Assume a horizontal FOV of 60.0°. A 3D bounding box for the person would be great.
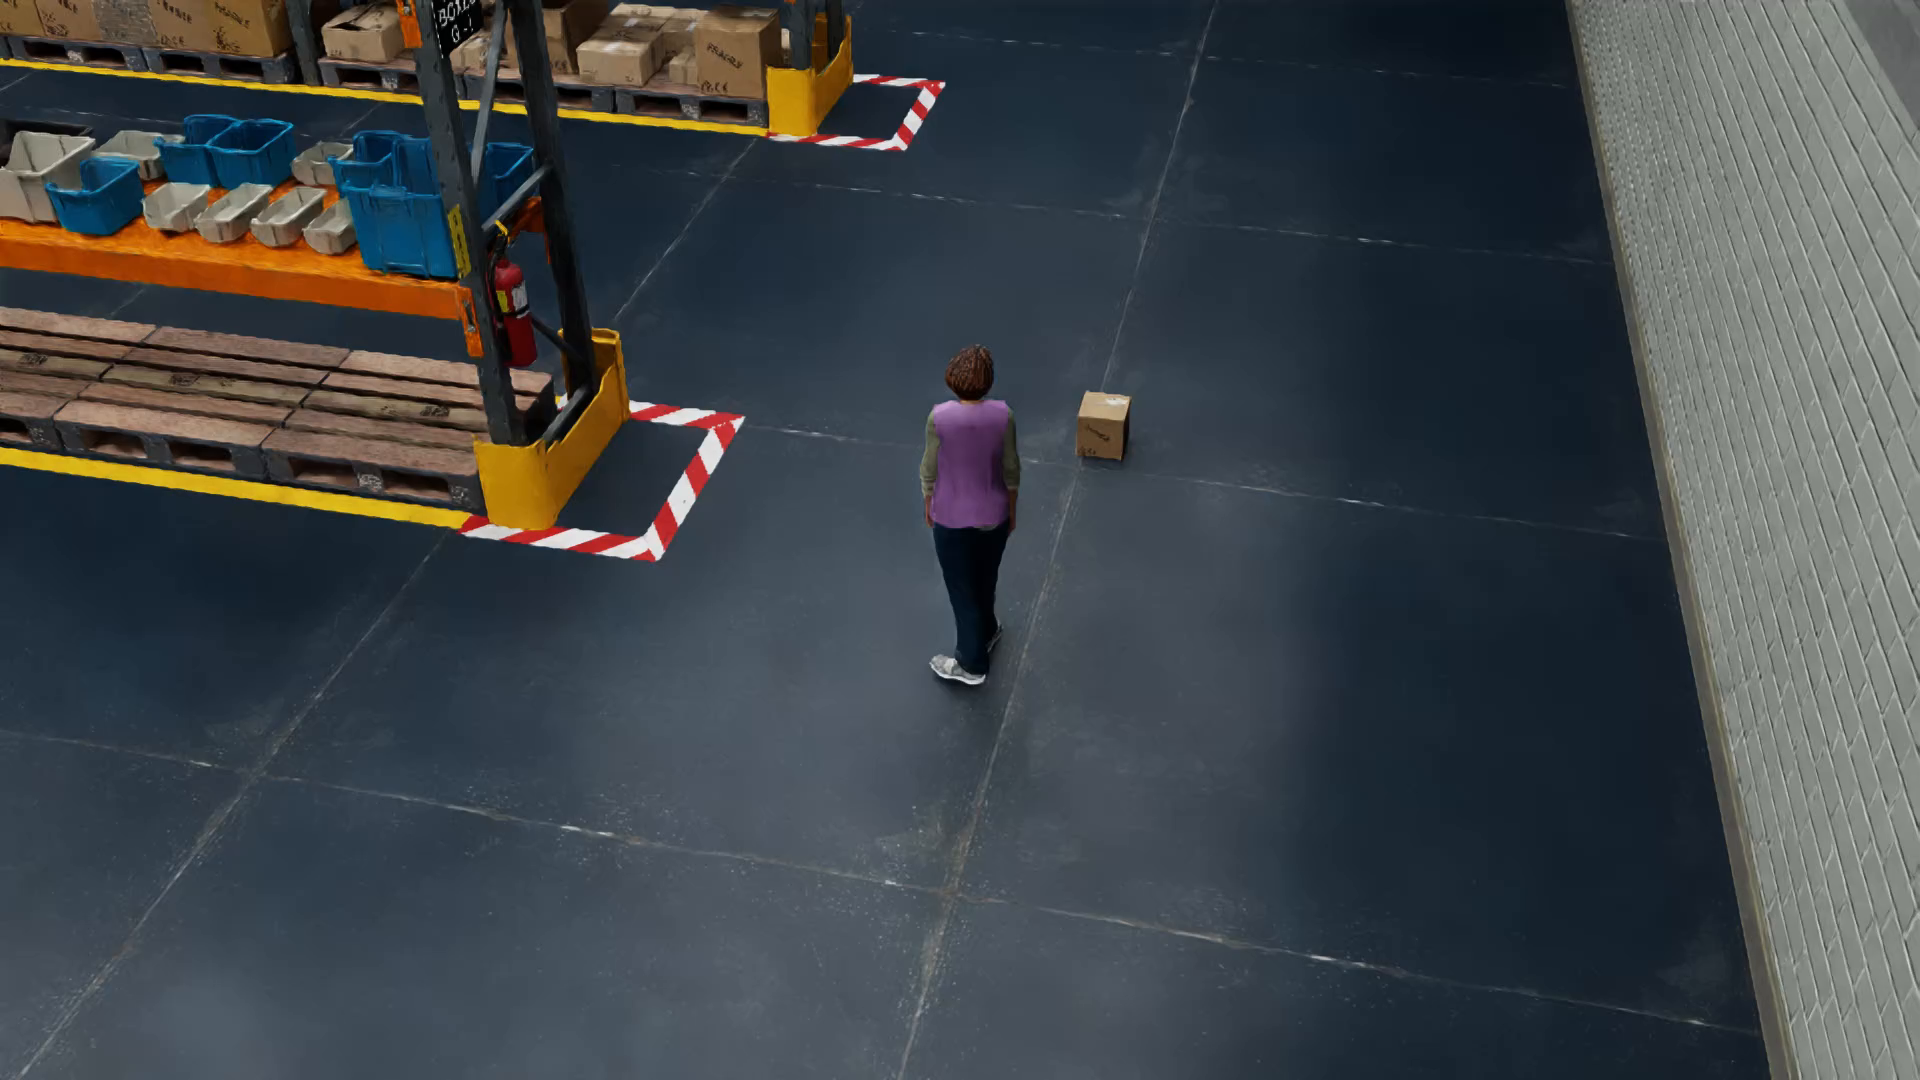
[{"bbox_3d":[0.046,-0.096,7.088,0.422,1.605,0.463,-7,38,-10],"label":"person"}]
